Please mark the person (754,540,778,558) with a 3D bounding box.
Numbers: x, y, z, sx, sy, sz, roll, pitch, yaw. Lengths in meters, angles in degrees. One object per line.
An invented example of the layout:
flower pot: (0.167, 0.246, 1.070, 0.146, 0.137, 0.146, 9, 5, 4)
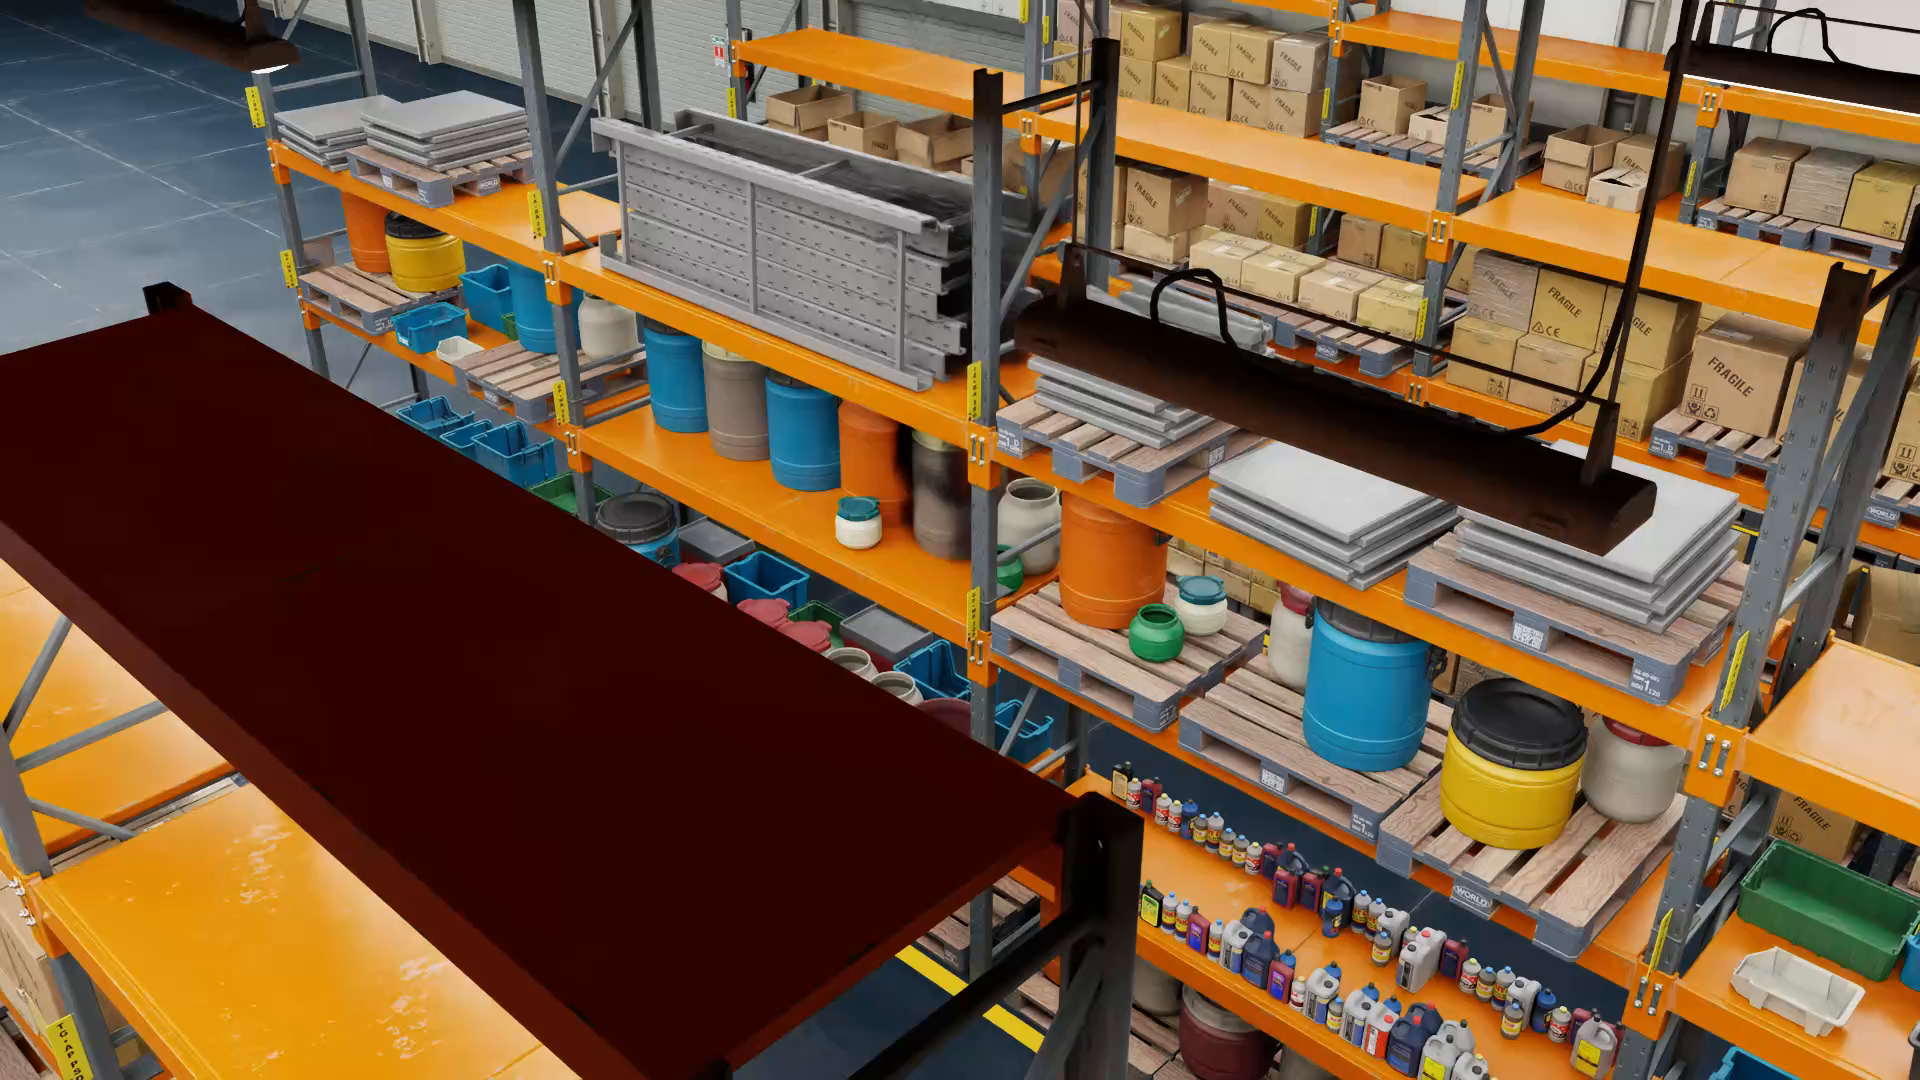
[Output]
person: (-1.972, -0.528, 15.377, 0.609, 1.752, 0.765, 18, 34, 29)
